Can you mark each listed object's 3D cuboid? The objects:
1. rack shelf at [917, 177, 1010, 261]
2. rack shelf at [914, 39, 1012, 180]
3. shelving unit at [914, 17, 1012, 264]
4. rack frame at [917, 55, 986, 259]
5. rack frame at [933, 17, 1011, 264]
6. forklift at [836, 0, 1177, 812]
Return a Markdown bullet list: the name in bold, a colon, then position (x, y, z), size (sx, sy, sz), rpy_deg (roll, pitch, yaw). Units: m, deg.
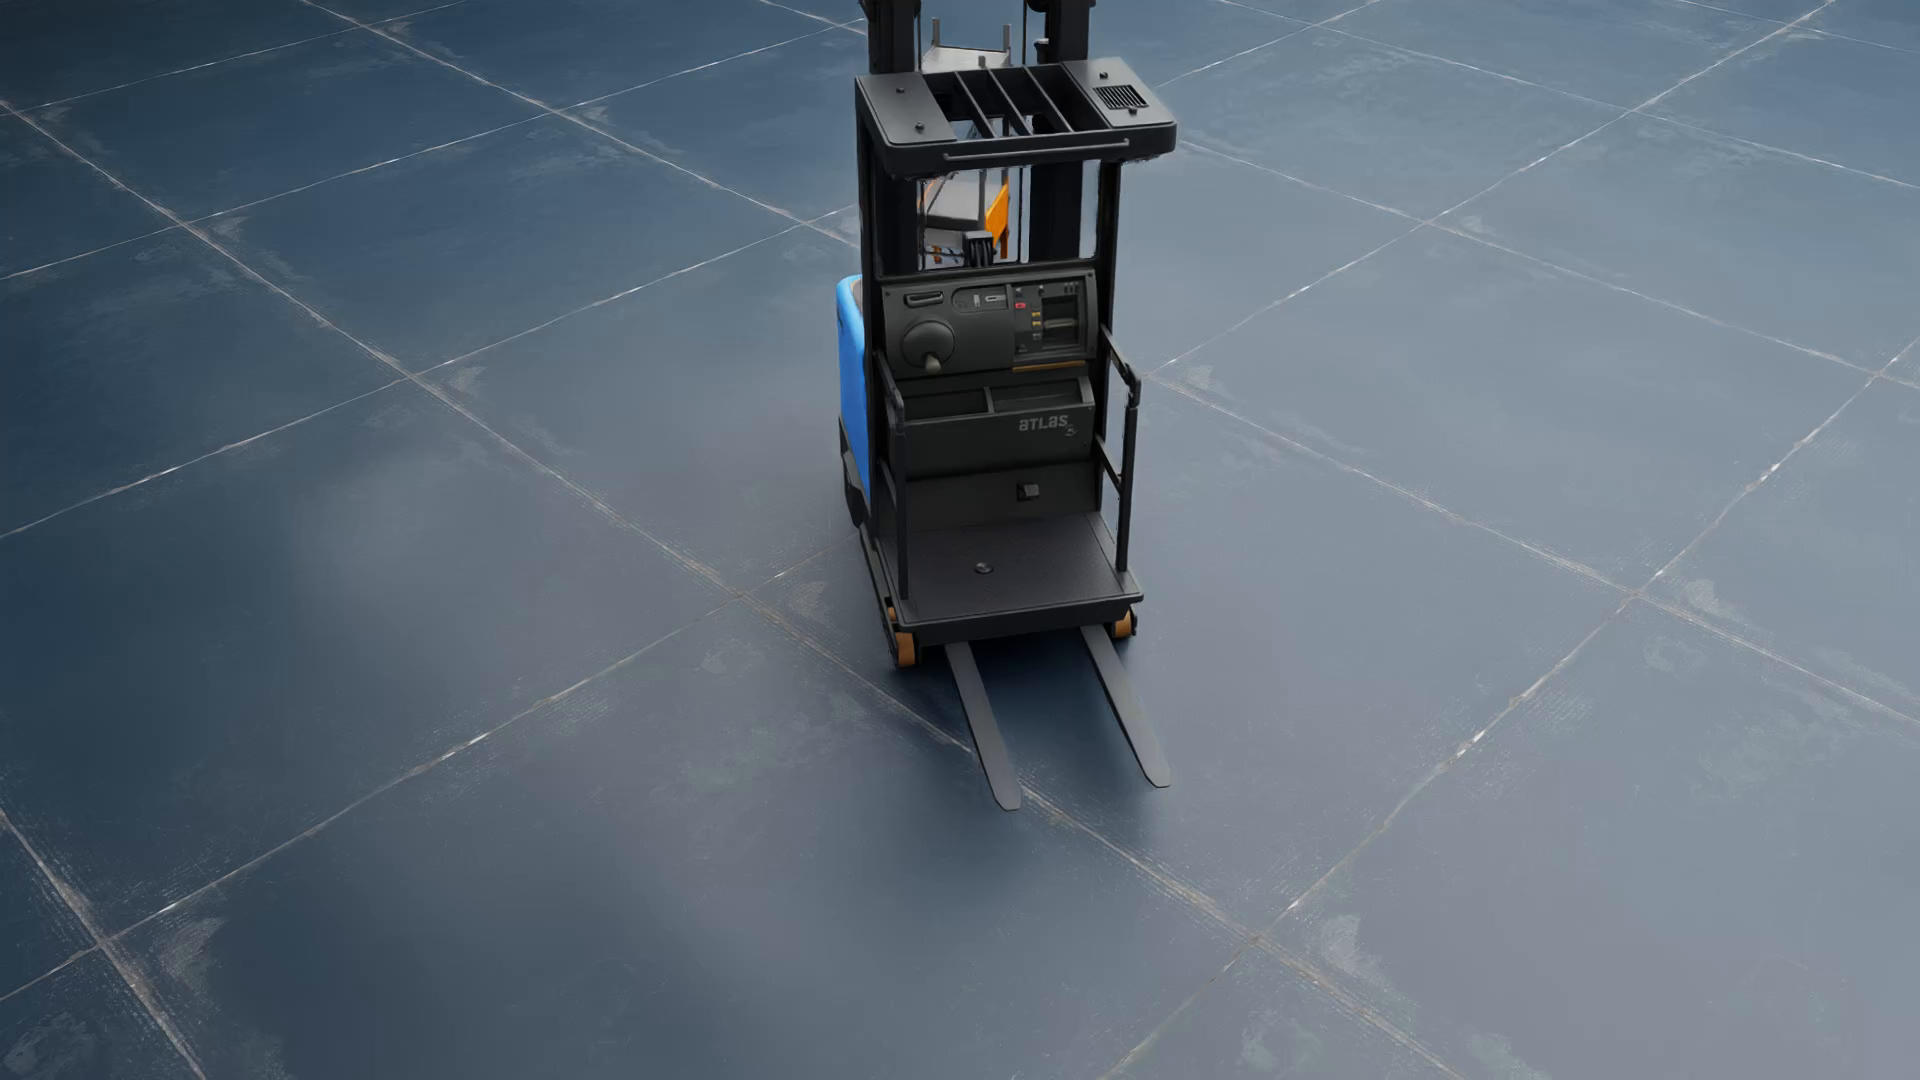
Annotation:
- **rack shelf**: position (-0.007, -1.578, 8.701), size (0.431, 0.518, 0.480), rpy_deg (9, 36, 12)
- **rack shelf**: position (-0.007, -2.153, 8.301), size (0.431, 0.518, 0.480), rpy_deg (9, 36, 12)
- **shelving unit**: position (-0.007, -1.590, 8.694), size (0.431, 2.100, 0.503), rpy_deg (9, 36, 12)
- **rack frame**: position (-0.071, -1.455, 8.501), size (0.400, 2.100, 0.015), rpy_deg (9, 36, 12)
- **rack frame**: position (0.057, -1.724, 8.887), size (0.400, 2.100, 0.015), rpy_deg (9, 36, 12)
- **forklift**: position (0.180, -0.868, 6.933), size (1.130, 2.935, 3.031), rpy_deg (-7, 36, -10)
